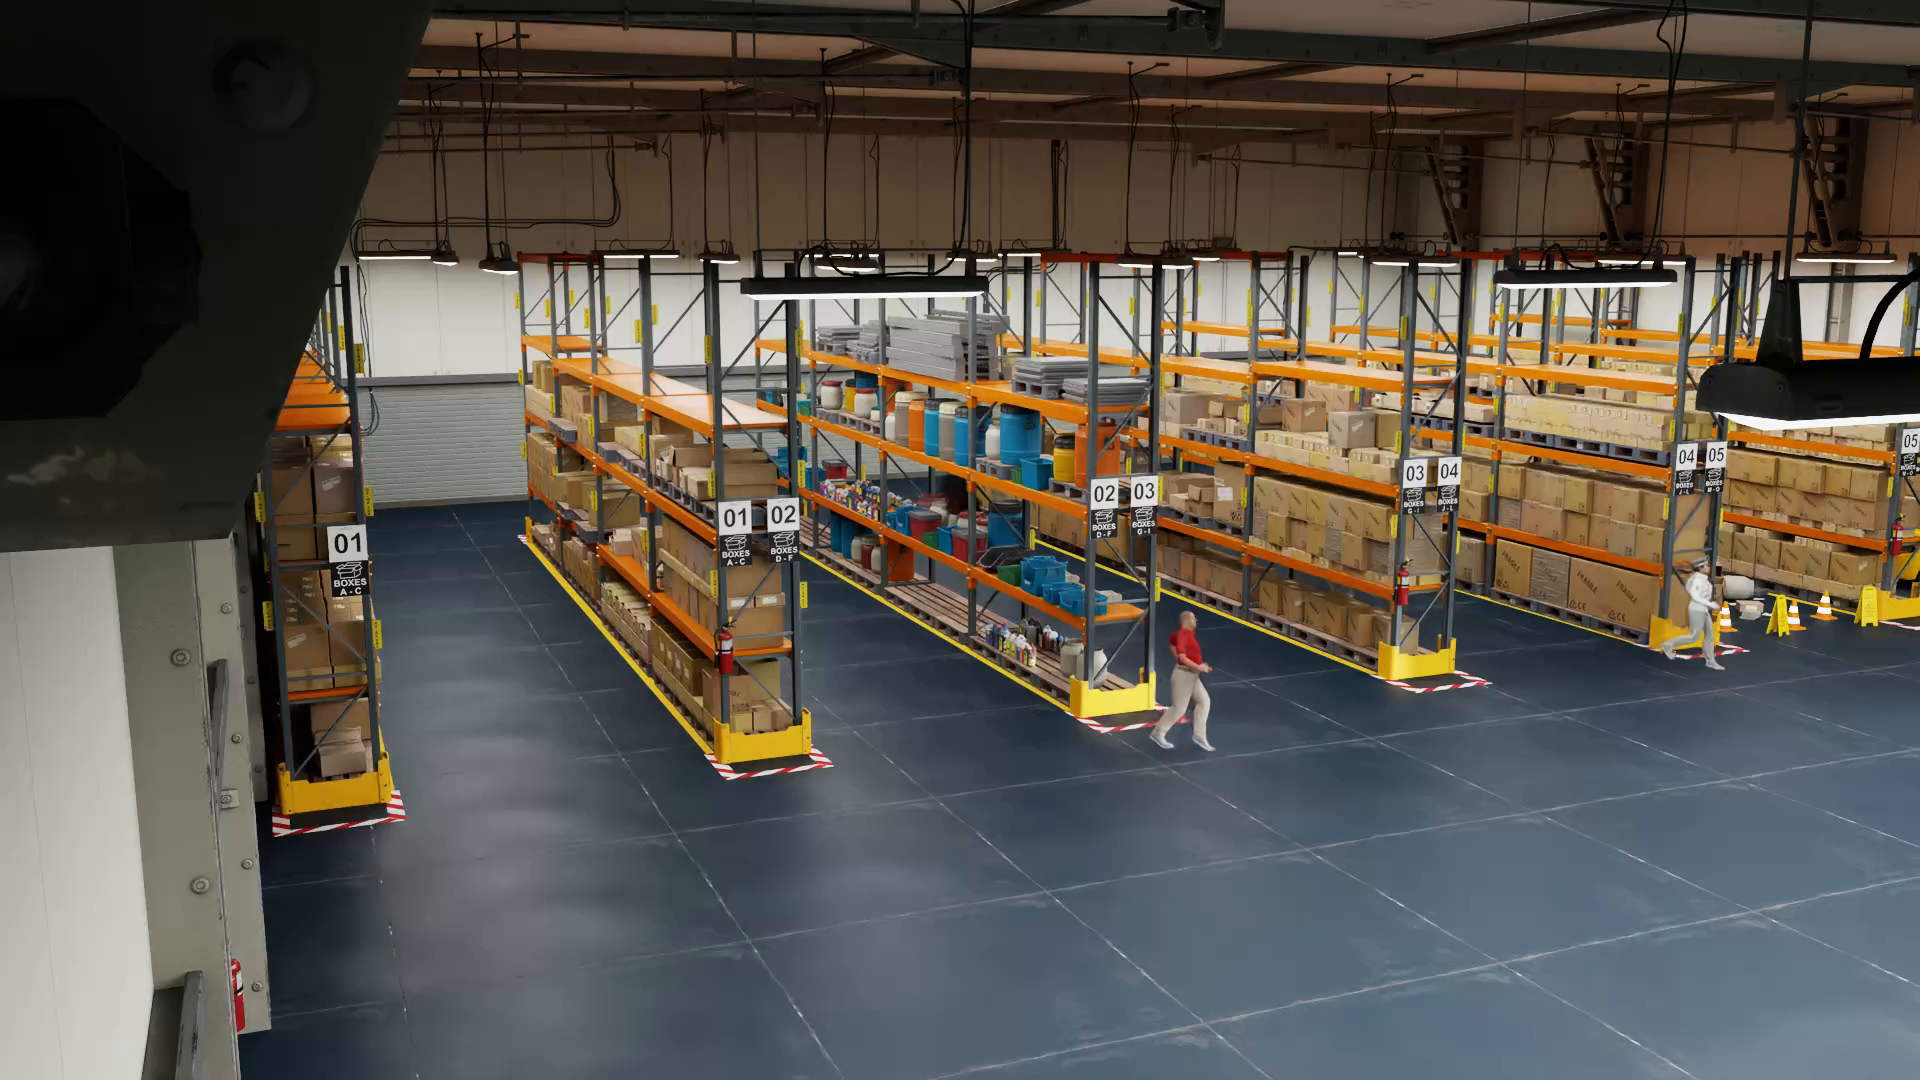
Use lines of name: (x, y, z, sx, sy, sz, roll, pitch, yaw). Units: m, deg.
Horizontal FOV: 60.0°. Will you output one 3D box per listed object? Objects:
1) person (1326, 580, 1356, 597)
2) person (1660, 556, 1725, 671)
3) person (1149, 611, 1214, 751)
person: (6.835, 0.135, 29.508, 0.637, 1.820, 0.723, -5, 12, -26)
person: (10.892, 1.065, 24.584, 0.908, 1.687, 0.644, 6, 12, 29)
person: (2.804, 1.756, 20.767, 0.801, 1.765, 0.711, 2, 11, 13)
